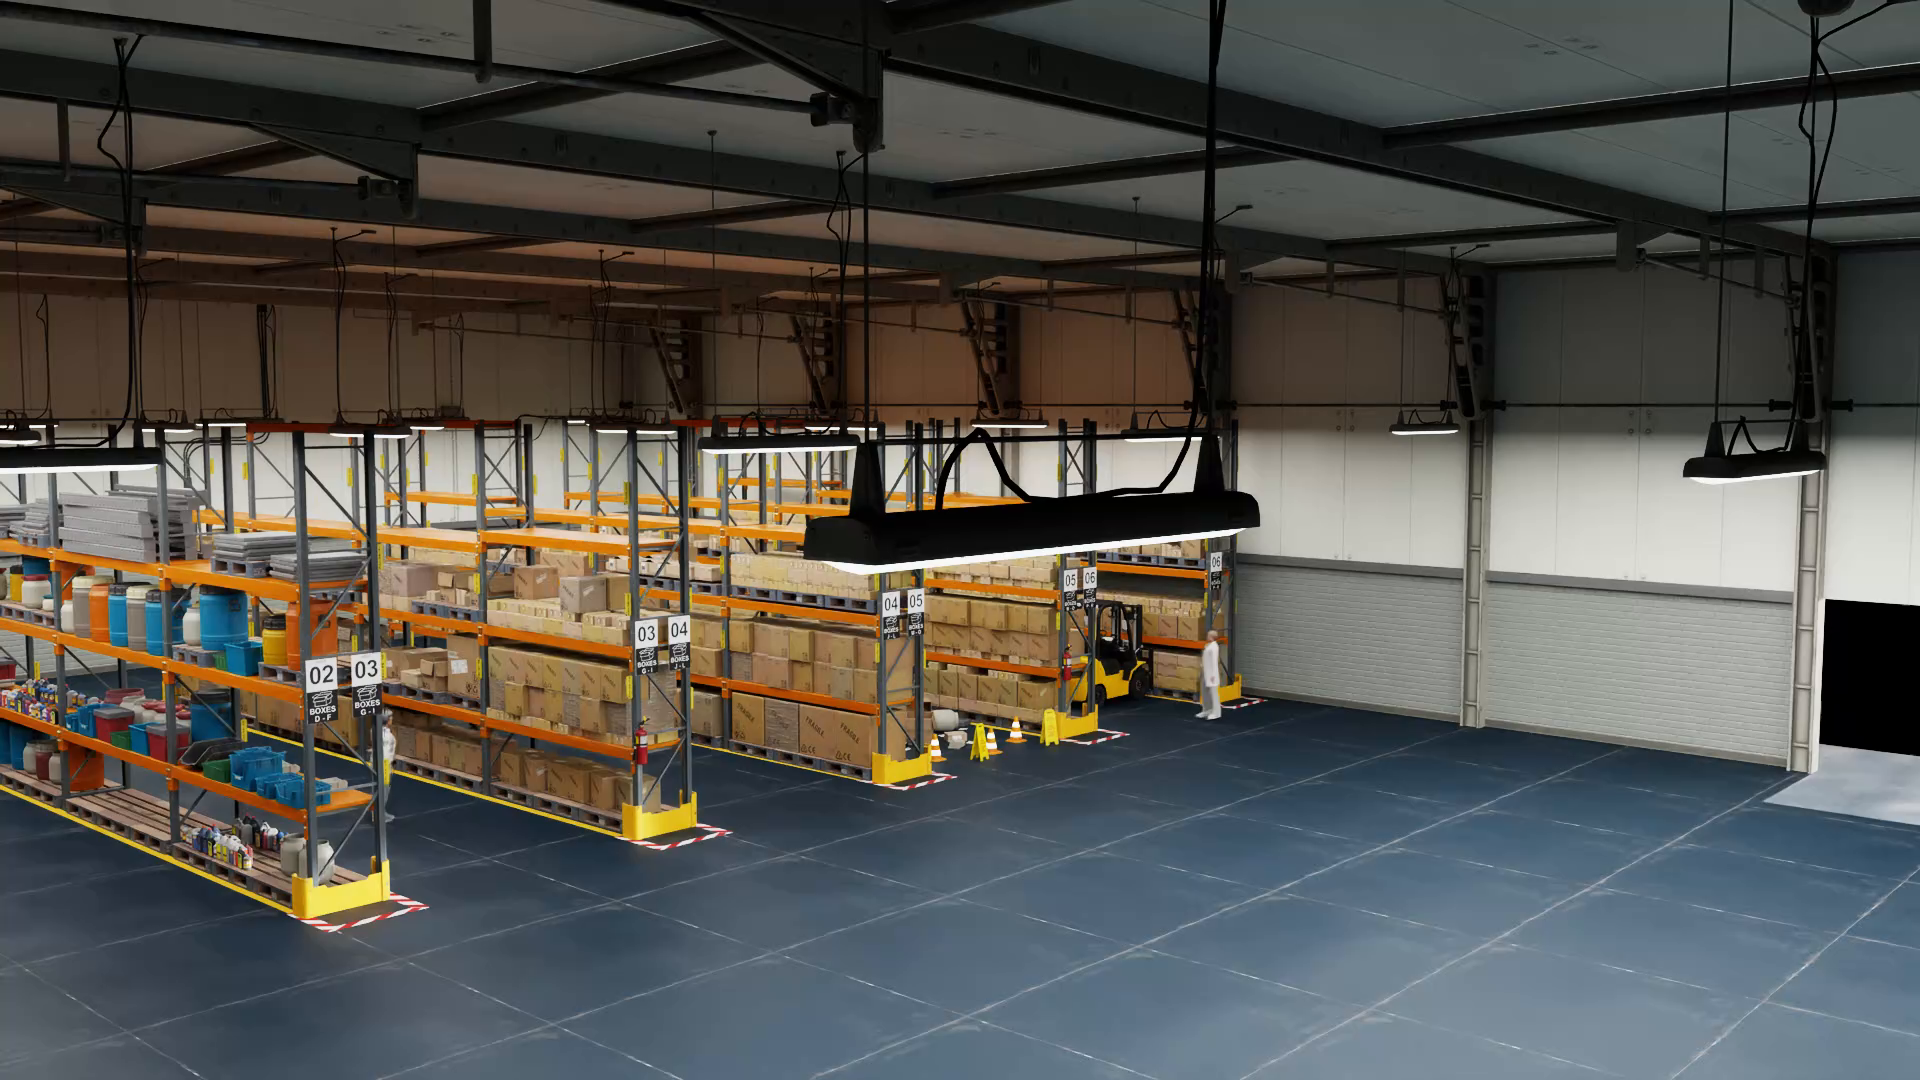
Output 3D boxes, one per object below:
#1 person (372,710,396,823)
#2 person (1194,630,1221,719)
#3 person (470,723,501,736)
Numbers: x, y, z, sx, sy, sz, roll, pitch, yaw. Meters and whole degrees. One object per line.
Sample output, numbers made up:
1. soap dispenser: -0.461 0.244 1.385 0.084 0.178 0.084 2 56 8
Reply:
1. person: -8.735 3.429 25.246 0.370 1.686 0.515 -1 5 -12
2. person: 5.023 2.713 33.511 0.426 1.816 0.674 -2 5 -20
3. person: -9.042 2.858 31.673 1.113 1.722 0.671 4 6 40
